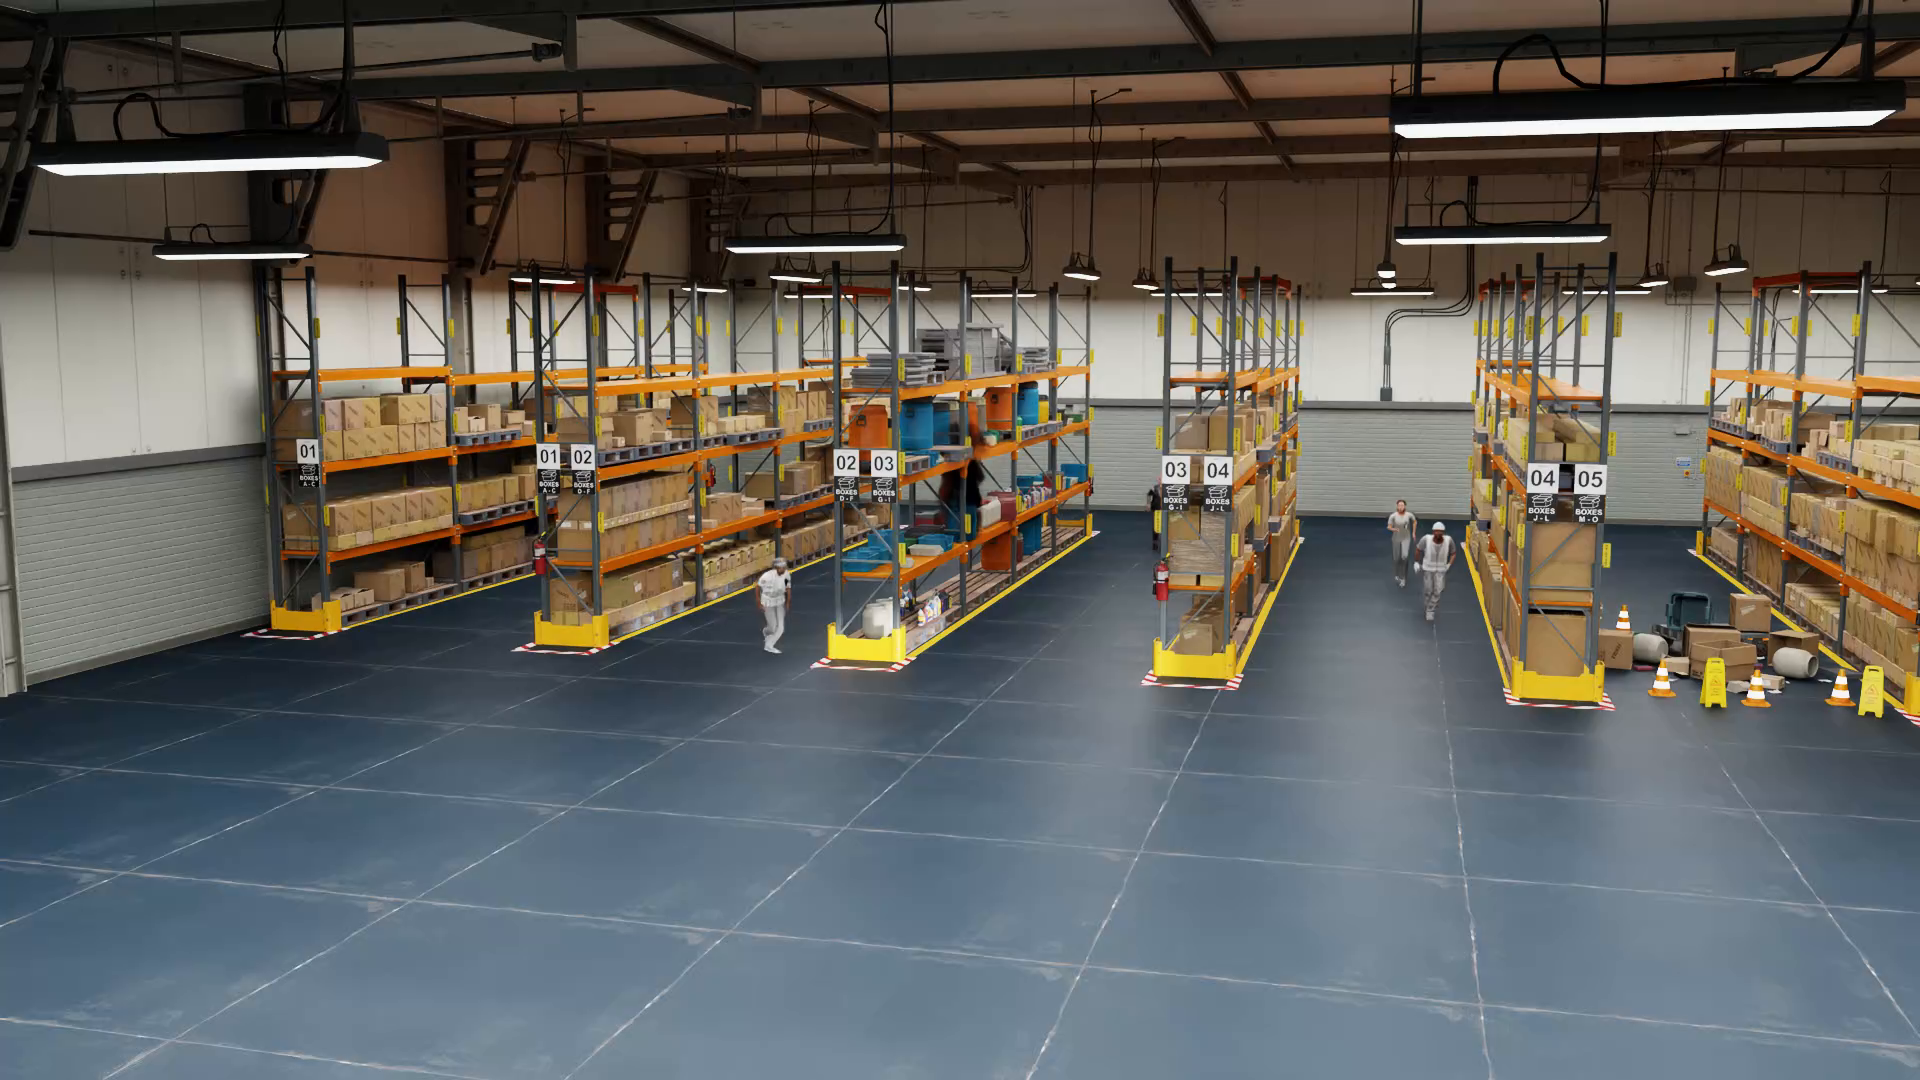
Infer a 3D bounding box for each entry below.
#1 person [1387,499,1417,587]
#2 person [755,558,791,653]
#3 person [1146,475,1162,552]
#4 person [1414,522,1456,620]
[{"bbox_3d":[8.639,0.054,32.540,0.540,1.712,0.818,2,8,17],"label":"person"},{"bbox_3d":[-2.893,0.995,25.689,0.575,1.519,0.760,-4,8,-30],"label":"person"},{"bbox_3d":[4.514,-0.593,37.459,0.629,1.747,0.726,1,7,6],"label":"person"},{"bbox_3d":[8.212,0.519,28.748,0.668,1.706,0.706,0,7,2],"label":"person"}]
